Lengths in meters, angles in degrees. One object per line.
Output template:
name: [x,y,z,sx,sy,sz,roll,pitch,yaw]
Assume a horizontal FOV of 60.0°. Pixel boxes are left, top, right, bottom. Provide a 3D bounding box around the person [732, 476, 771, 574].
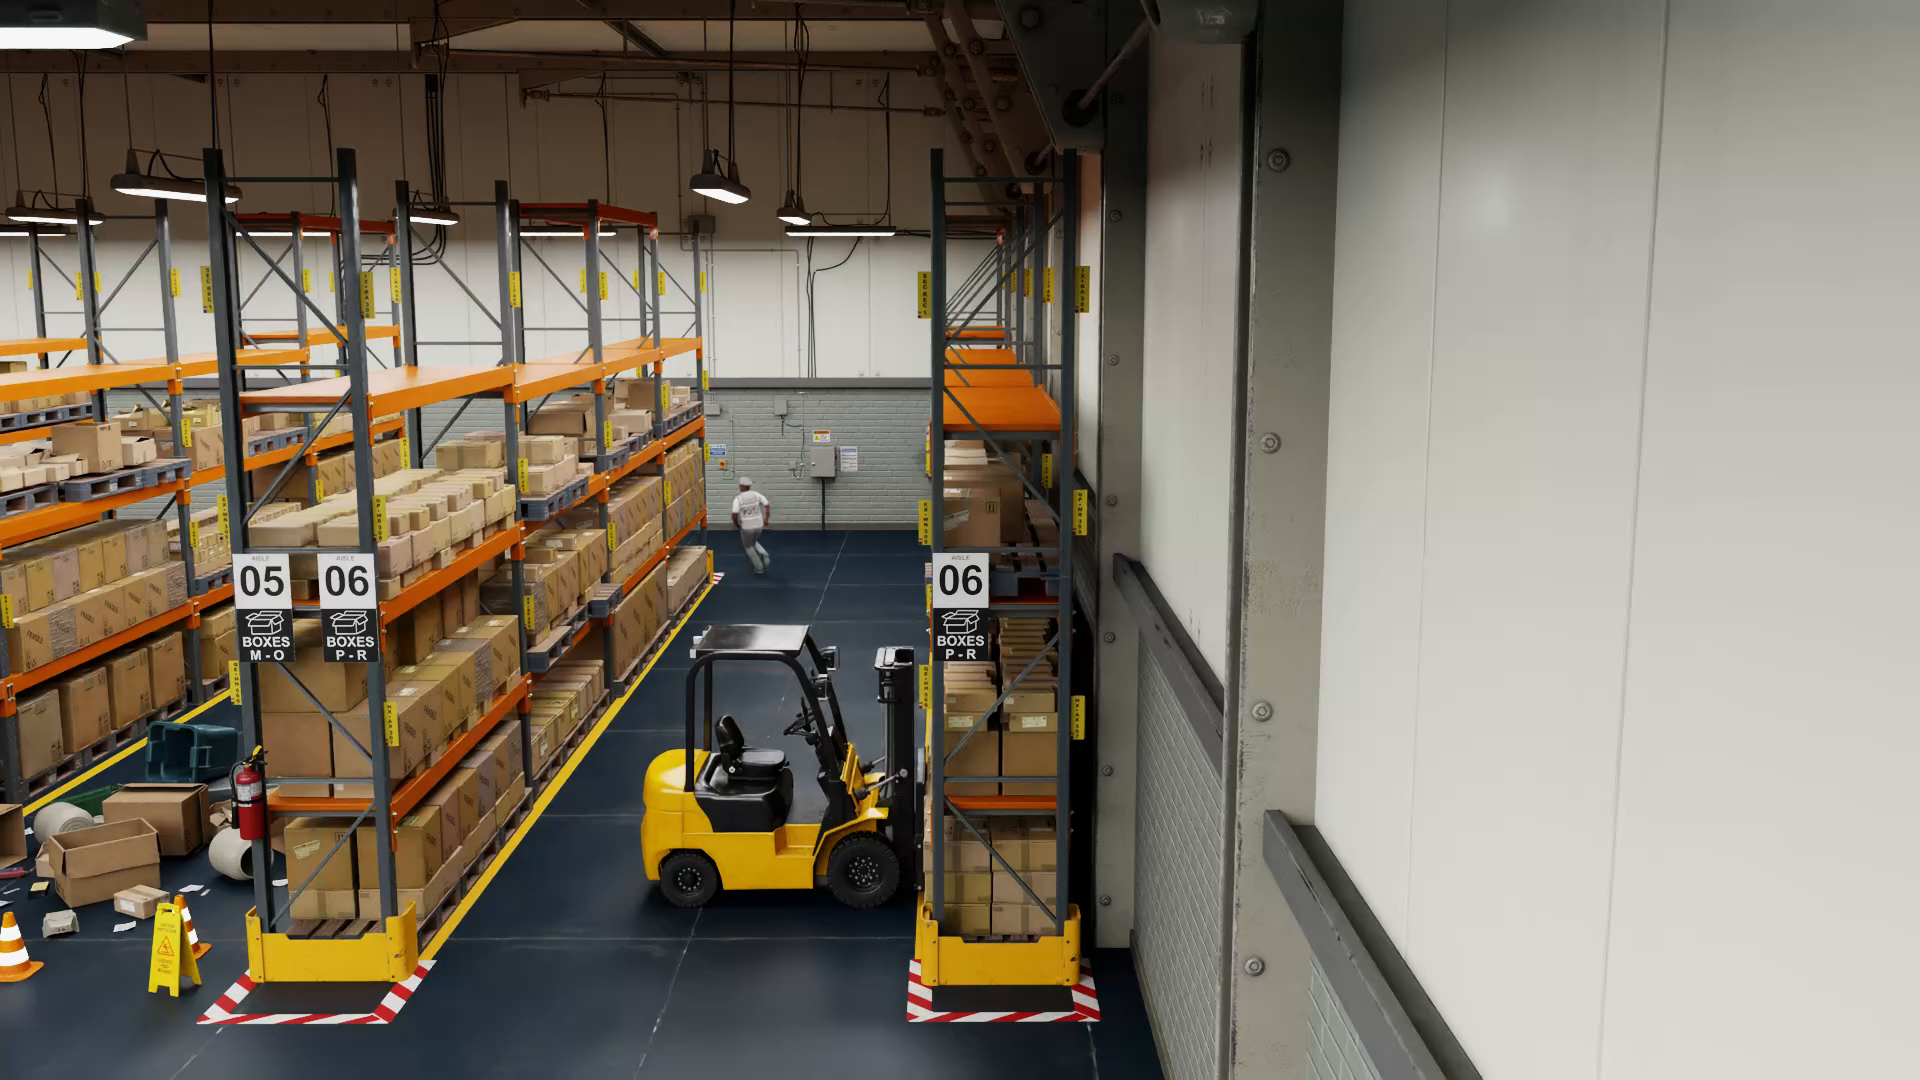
person: [-3.664,-0.264,28.717,0.699,1.707,0.553,-7,11,-37]
